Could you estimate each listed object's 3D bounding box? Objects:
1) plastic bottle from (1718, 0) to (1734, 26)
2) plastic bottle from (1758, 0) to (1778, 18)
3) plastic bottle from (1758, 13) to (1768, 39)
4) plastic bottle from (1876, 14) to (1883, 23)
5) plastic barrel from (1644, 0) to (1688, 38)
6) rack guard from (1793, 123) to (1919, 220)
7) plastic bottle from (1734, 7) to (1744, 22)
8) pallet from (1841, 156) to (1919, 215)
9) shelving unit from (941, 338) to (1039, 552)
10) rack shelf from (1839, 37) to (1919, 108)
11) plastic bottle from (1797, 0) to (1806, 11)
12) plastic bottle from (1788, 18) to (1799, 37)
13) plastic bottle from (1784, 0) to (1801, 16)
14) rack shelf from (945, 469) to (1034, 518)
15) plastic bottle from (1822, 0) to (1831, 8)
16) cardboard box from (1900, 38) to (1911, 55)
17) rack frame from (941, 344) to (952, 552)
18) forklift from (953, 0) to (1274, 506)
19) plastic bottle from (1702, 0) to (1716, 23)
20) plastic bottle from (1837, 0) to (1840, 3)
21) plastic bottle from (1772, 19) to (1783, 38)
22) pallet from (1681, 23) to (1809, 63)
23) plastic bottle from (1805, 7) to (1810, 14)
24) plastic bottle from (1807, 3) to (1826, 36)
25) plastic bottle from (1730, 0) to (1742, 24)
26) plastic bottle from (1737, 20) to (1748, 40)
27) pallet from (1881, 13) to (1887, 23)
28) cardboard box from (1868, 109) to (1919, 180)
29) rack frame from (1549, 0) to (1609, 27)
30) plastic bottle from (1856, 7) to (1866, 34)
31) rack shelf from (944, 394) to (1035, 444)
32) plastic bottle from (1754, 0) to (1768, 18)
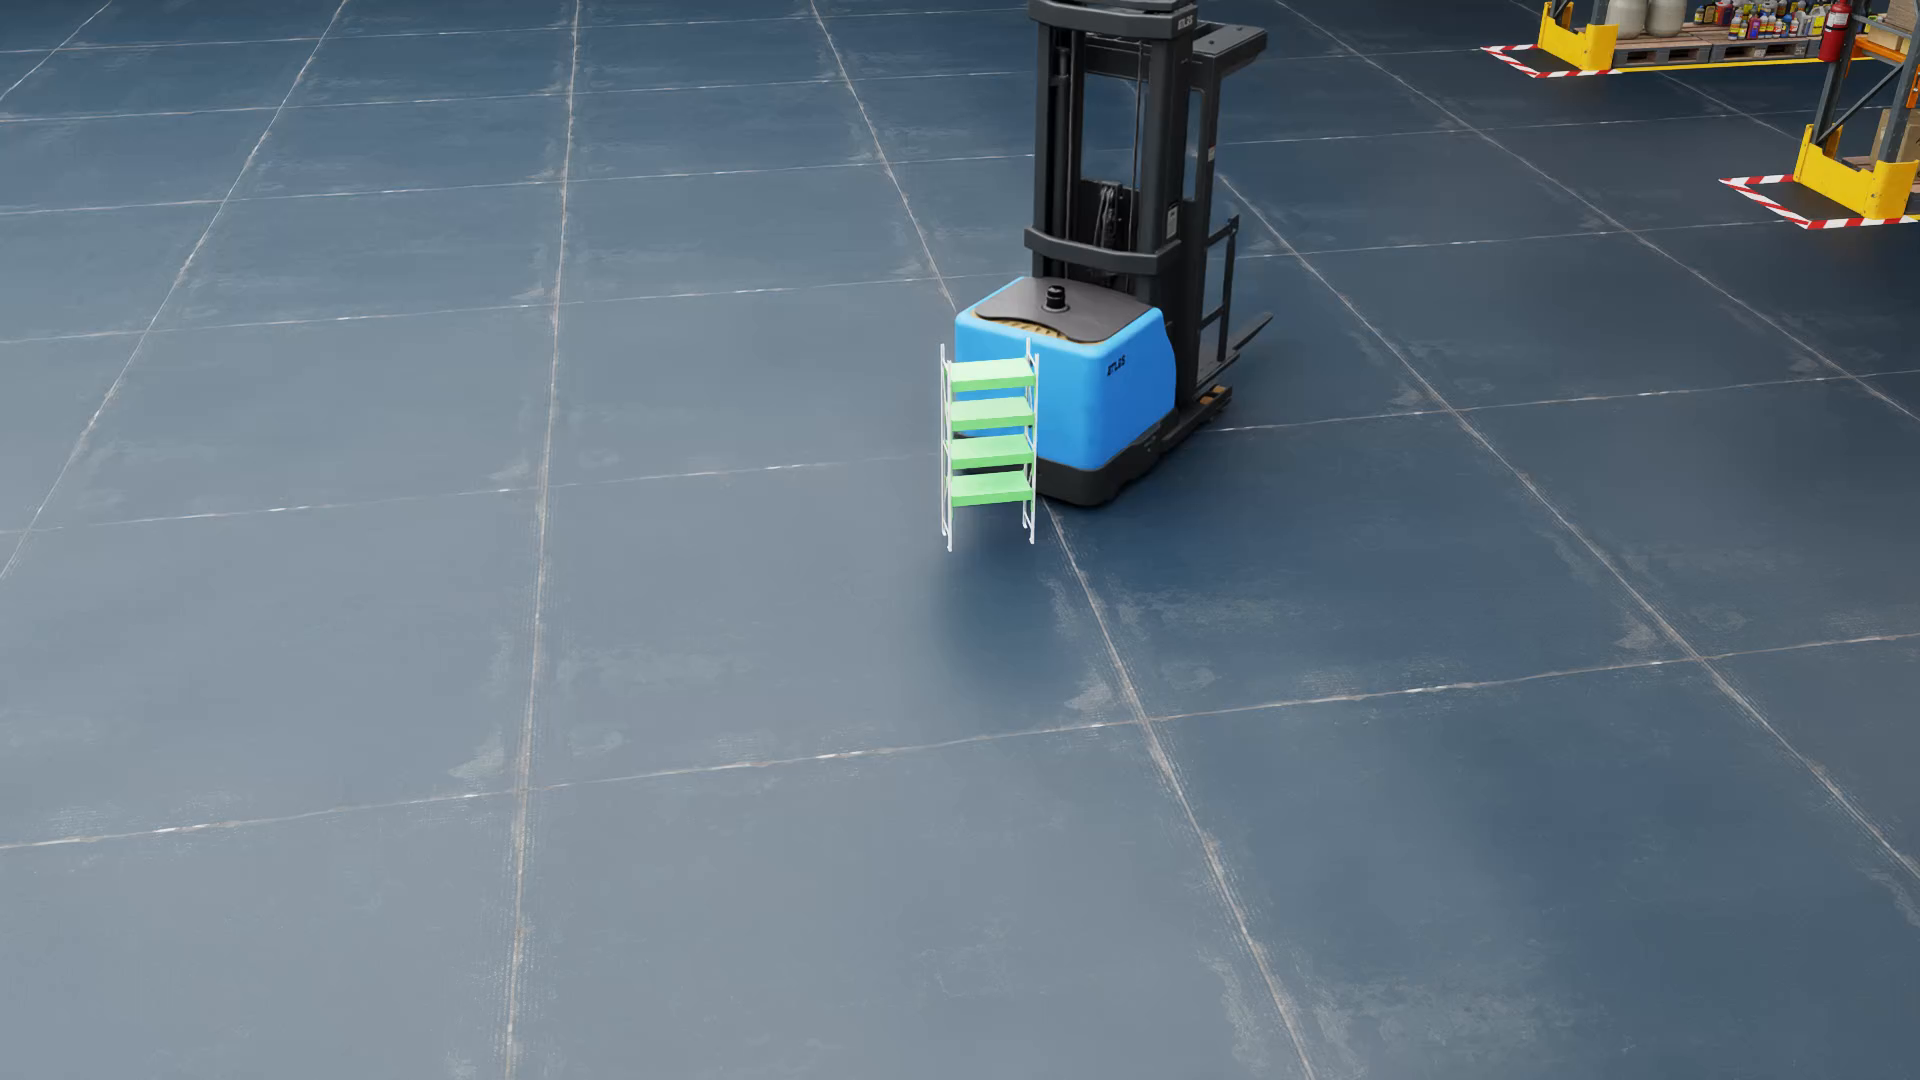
[{"bbox_3d":[9.032,-6.211,19.599,0.133,0.283,0.061,-5,31,-9],"label":"plastic bottle"},{"bbox_3d":[9.545,-6.236,19.648,0.135,0.276,0.152,-5,31,-9],"label":"plastic bottle"},{"bbox_3d":[9.208,-5.904,19.090,0.097,0.271,0.097,0,30,0],"label":"plastic bottle"},{"bbox_3d":[10.665,-6.009,19.337,0.097,0.201,0.097,0,30,0],"label":"plastic bottle"},{"bbox_3d":[8.158,-6.102,19.208,0.421,0.512,0.421,0,30,0],"label":"plastic barrel"},{"bbox_3d":[7.998,-3.309,14.885,0.348,0.500,1.175,-5,31,-9],"label":"rack guard"},{"bbox_3d":[9.189,-6.180,19.628,0.097,0.201,0.097,0,30,0],"label":"plastic bottle"},{"bbox_3d":[8.804,-3.241,15.054,1.213,0.211,1.003,-5,31,-9],"label":"pallet"},{"bbox_3d":[0.163,-0.532,9.472,0.503,1.200,0.258,-5,31,-9],"label":"shelving unit"},{"bbox_3d":[9.891,-4.252,14.732,4.000,0.370,1.077,-5,31,-9],"label":"rack shelf"},{"bbox_3d":[9.976,-6.288,19.742,0.097,0.271,0.097,0,30,0],"label":"plastic bottle"},{"bbox_3d":[9.606,-5.911,19.170,0.097,0.201,0.097,0,30,0],"label":"plastic bottle"},{"bbox_3d":[9.912,-6.378,19.817,0.185,0.351,0.144,-7,31,-11],"label":"plastic bottle"},{"bbox_3d":[0.163,-0.270,9.626,0.480,0.148,0.258,-5,31,-9],"label":"rack shelf"},{"bbox_3d":[10.280,-6.326,19.796,0.133,0.283,0.061,-5,31,-9],"label":"plastic bottle"},{"bbox_3d":[8.247,-4.179,14.145,0.250,0.149,0.380,-5,31,-9],"label":"cardboard box"},{"bbox_3d":[-0.077,-0.510,9.434,0.015,1.200,0.240,-5,31,-9],"label":"rack frame"},{"bbox_3d":[1.181,-2.172,10.553,1.130,2.935,3.031,18,35,28],"label":"forklift"},{"bbox_3d":[8.871,-6.274,19.707,0.133,0.283,0.061,-5,31,-8],"label":"plastic bottle"},{"bbox_3d":[10.574,-6.417,19.962,0.097,0.271,0.097,0,30,0],"label":"plastic bottle"},{"bbox_3d":[9.404,-5.892,19.138,0.097,0.201,0.097,0,30,0],"label":"plastic bottle"},{"bbox_3d":[9.095,-5.859,19.506,1.213,0.211,1.003,-5,31,-9],"label":"pallet"},{"bbox_3d":[9.834,-6.032,19.296,0.133,0.283,0.061,-5,31,-9],"label":"plastic bottle"},{"bbox_3d":[9.878,-6.013,19.196,0.185,0.351,0.144,-5,31,-9],"label":"plastic bottle"},{"bbox_3d":[9.148,-6.273,19.712,0.135,0.276,0.152,-6,31,-10],"label":"plastic bottle"},{"bbox_3d":[8.973,-5.852,19.070,0.097,0.201,0.097,0,30,0],"label":"plastic bottle"},{"bbox_3d":[11.731,-6.103,19.922,1.213,0.211,1.003,-5,31,-9],"label":"pallet"},{"bbox_3d":[8.541,-3.532,14.849,0.500,0.500,0.500,0,30,0],"label":"cardboard box"},{"bbox_3d":[7.031,-6.849,18.439,0.127,3.000,1.000,-5,31,-9],"label":"rack frame"},{"bbox_3d":[10.384,-6.060,19.276,0.185,0.351,0.144,-6,31,-10],"label":"plastic bottle"},{"bbox_3d":[0.163,-0.684,9.382,0.480,0.148,0.258,-5,31,-9],"label":"rack shelf"},{"bbox_3d":[9.493,-6.339,19.751,0.185,0.351,0.144,-6,31,-9],"label":"plastic bottle"}]
